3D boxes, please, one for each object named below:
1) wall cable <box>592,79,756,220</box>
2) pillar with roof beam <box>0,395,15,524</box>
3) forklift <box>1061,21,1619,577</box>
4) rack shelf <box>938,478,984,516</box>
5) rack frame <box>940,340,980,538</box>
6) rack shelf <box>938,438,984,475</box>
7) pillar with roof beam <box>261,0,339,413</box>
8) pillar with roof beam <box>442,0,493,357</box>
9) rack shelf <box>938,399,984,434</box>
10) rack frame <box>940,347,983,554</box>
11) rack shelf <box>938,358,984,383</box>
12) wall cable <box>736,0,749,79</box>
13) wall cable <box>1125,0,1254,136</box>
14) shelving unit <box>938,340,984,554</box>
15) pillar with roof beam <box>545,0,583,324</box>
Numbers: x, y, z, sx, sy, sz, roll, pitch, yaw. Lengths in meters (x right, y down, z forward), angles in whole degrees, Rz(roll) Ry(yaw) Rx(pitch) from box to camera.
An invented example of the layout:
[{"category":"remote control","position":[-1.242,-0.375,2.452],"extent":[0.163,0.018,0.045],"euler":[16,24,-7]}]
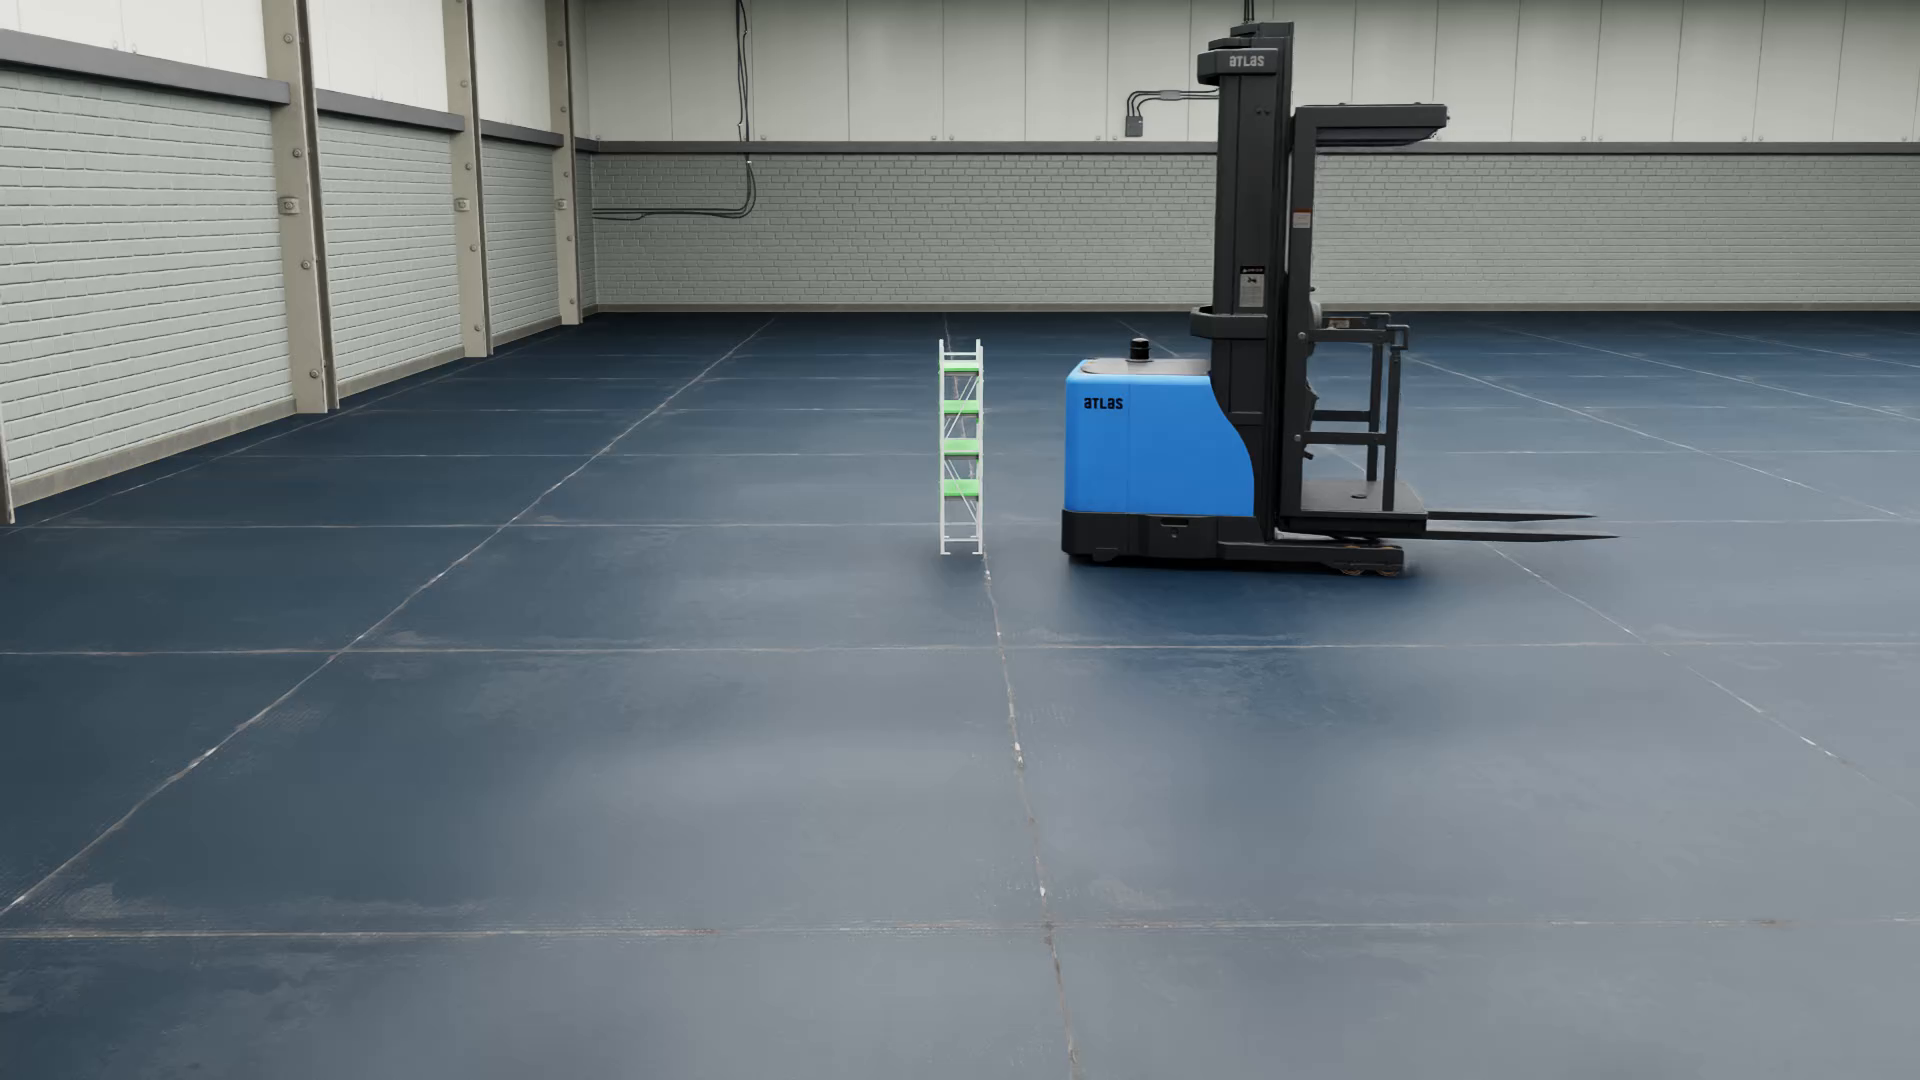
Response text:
[{"category":"wall cable","position":[-5.298,-7.133,30.397],"extent":[3.097,2.526,0.112],"euler":[0,11,-1]},{"category":"pillar with roof beam","position":[-1.883,-4.504,9.626],"extent":[9.100,9.000,0.400],"euler":[0,11,-1]},{"category":"forklift","position":[2.136,-1.349,9.334],"extent":[3.031,2.935,1.130],"euler":[2,12,8]},{"category":"rack shelf","position":[0.003,-0.257,9.838],"extent":[0.258,0.148,0.480],"euler":[0,11,-1]},{"category":"rack frame","position":[-0.002,-0.604,10.017],"extent":[0.240,1.200,0.015],"euler":[0,11,-1]},{"category":"rack shelf","position":[0.003,-0.492,9.790],"extent":[0.258,0.148,0.480],"euler":[0,11,-1]},{"category":"pillar with roof beam","position":[-2.007,-5.696,15.504],"extent":[9.100,9.000,0.400],"euler":[0,11,-1]},{"category":"pillar with roof beam","position":[-2.131,-6.889,21.383],"extent":[9.100,9.000,0.400],"euler":[0,11,-1]},{"category":"rack shelf","position":[0.003,-0.728,9.743],"extent":[0.258,0.148,0.480],"euler":[0,11,-1]},{"category":"rack frame","position":[0.008,-0.507,9.539],"extent":[0.240,1.200,0.015],"euler":[0,11,-1]},{"category":"rack shelf","position":[0.003,-0.963,9.695],"extent":[0.258,0.148,0.480],"euler":[0,11,-1]},{"category":"wall cable","position":[-2.593,-9.620,29.950],"extent":[3.097,2.526,0.112],"euler":[0,11,-1]},{"category":"wall cable","position":[4.194,-10.358,29.927],"extent":[2.305,6.003,0.169],"euler":[0,11,-1]},{"category":"shelving unit","position":[0.003,-0.555,9.778],"extent":[0.258,1.200,0.503],"euler":[0,11,-1]},{"category":"pillar with roof beam","position":[-2.255,-8.082,27.262],"extent":[9.100,9.000,0.400],"euler":[0,11,-1]}]
